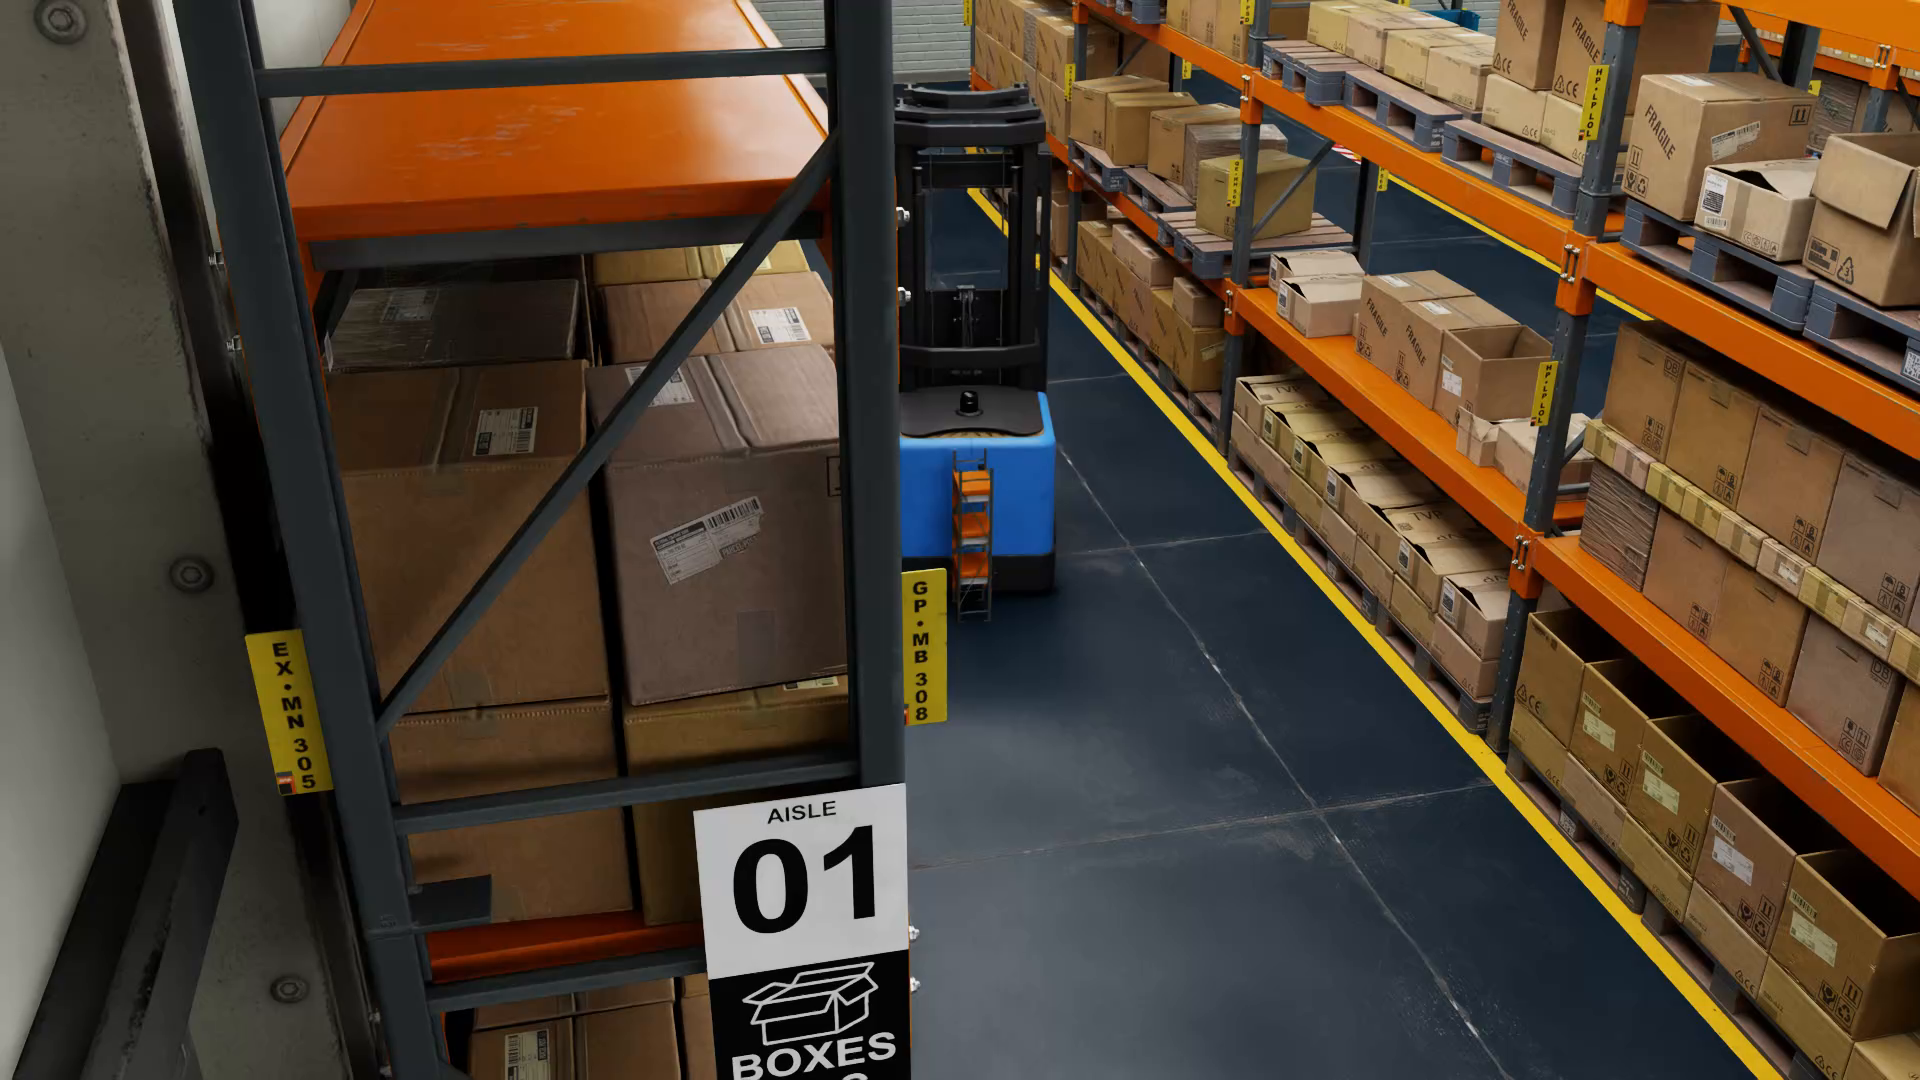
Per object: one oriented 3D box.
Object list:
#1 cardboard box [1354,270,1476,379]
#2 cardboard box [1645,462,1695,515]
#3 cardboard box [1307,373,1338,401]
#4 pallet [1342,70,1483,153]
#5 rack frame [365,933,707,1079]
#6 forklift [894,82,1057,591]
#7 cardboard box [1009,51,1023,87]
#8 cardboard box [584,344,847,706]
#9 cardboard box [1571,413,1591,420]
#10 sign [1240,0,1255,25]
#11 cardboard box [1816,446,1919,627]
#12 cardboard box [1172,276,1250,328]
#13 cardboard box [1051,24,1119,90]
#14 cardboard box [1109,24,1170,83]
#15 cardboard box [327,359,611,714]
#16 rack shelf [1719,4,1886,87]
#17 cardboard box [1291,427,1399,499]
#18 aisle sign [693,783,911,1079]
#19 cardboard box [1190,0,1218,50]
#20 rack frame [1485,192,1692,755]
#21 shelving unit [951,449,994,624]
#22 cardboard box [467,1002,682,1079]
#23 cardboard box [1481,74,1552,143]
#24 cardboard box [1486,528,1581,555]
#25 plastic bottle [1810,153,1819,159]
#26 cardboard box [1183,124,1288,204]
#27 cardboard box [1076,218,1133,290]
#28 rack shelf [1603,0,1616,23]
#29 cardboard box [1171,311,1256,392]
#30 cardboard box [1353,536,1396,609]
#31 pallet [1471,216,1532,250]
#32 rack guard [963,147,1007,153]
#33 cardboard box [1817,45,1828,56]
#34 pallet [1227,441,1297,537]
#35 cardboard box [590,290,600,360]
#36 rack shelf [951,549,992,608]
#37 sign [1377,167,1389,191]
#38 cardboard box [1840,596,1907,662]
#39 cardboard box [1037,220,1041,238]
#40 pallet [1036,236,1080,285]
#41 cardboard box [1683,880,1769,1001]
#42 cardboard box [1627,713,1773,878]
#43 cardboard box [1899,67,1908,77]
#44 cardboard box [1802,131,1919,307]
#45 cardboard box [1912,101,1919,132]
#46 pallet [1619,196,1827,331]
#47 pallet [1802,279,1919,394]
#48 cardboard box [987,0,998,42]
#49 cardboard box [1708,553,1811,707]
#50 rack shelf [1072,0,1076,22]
[{"bbox_3d":[2.814,-1.340,10.312,0.500,0.500,0.500,-7,28,-14],"label":"cardboard box"},{"bbox_3d":[3.310,-0.248,7.428,0.380,0.149,0.250,-7,28,-13],"label":"cardboard box"},{"bbox_3d":[2.778,-1.036,11.784,0.500,0.311,0.500,-5,27,-10],"label":"cardboard box"},{"bbox_3d":[2.915,-2.506,9.613,1.003,0.211,1.213,-5,27,-9],"label":"pallet"},{"bbox_3d":[-0.602,1.986,3.833,1.000,3.000,0.127,-6,27,-12],"label":"rack frame"},{"bbox_3d":[0.023,-1.610,11.034,1.130,2.935,3.031,-1,27,-2],"label":"forklift"},{"bbox_3d":[0.803,-4.700,16.968,0.500,0.500,0.500,-6,27,-11],"label":"cardboard box"},{"bbox_3d":[-0.452,-0.047,3.289,0.500,0.500,0.500,-8,28,-15],"label":"cardboard box"},{"bbox_3d":[3.321,-0.572,9.180,0.380,0.149,0.250,-6,27,-12],"label":"cardboard box"},{"bbox_3d":[1.891,-3.547,10.891,0.100,0.325,0.005,-6,27,-12],"label":"sign"},{"bbox_3d":[3.767,-0.043,6.303,0.700,0.500,0.500,-6,27,-12],"label":"cardboard box"},{"bbox_3d":[1.964,-1.857,12.901,0.500,0.250,0.500,-5,27,-10],"label":"cardboard box"},{"bbox_3d":[1.153,-4.474,15.410,0.500,0.500,0.500,-6,27,-11],"label":"cardboard box"},{"bbox_3d":[1.687,-4.513,15.489,0.500,0.500,0.500,-5,27,-10],"label":"cardboard box"},{"bbox_3d":[-0.954,-0.016,3.227,0.500,0.500,0.500,-5,27,-9],"label":"cardboard box"},{"bbox_3d":[6.796,-4.428,14.010,1.077,0.370,4.000,-6,27,-12],"label":"rack shelf"},{"bbox_3d":[2.492,-0.528,10.776,0.500,0.311,0.500,-7,28,-13],"label":"cardboard box"},{"bbox_3d":[-0.294,0.826,3.245,0.394,0.787,0.004,-6,27,-12],"label":"aisle sign"},{"bbox_3d":[2.174,-3.827,11.909,0.910,0.500,0.500,-6,27,-12],"label":"cardboard box"},{"bbox_3d":[3.322,-0.275,8.312,1.000,3.000,0.127,-6,27,-12],"label":"rack frame"},{"bbox_3d":[0.073,-0.016,9.948,0.215,1.050,0.252,-4,30,-7],"label":"shelving unit"},{"bbox_3d":[-0.916,1.524,4.061,0.500,0.500,0.500,-6,27,-12],"label":"cardboard box"},{"bbox_3d":[3.066,-2.247,8.590,0.500,0.250,0.500,-9,28,-17],"label":"cardboard box"},{"bbox_3d":[3.364,0.088,9.557,0.500,0.311,0.500,-6,27,-12],"label":"cardboard box"},{"bbox_3d":[7.257,-3.157,14.165,0.097,0.271,0.097,0,27,0],"label":"plastic bottle"},{"bbox_3d":[2.149,-2.949,13.033,0.700,0.500,0.500,-1,27,-2],"label":"cardboard box"},{"bbox_3d":[1.391,-2.630,15.264,0.500,0.500,0.500,-7,28,-14],"label":"cardboard box"},{"bbox_3d":[2.871,-3.331,8.952,1.077,0.370,4.000,-6,27,-12],"label":"rack shelf"},{"bbox_3d":[1.981,-1.498,13.021,0.500,0.500,0.500,-5,27,-10],"label":"cardboard box"},{"bbox_3d":[2.718,0.166,10.024,0.500,0.250,0.500,-5,27,-10],"label":"cardboard box"},{"bbox_3d":[6.142,-3.362,17.523,1.003,0.211,1.213,-6,27,-12],"label":"pallet"},{"bbox_3d":[0.635,-4.394,19.246,1.175,0.500,0.348,-6,27,-12],"label":"rack guard"},{"bbox_3d":[10.262,-5.795,19.527,0.380,0.149,0.250,-6,27,-13],"label":"cardboard box"},{"bbox_3d":[2.568,-0.421,11.696,1.003,0.211,1.213,-6,27,-12],"label":"pallet"},{"bbox_3d":[-0.886,-0.503,5.303,0.500,0.500,0.500,-7,28,-14],"label":"cardboard box"},{"bbox_3d":[0.070,0.233,10.093,0.215,0.259,0.240,-4,30,-7],"label":"rack shelf"},{"bbox_3d":[2.960,-2.606,11.645,0.100,0.325,0.005,-6,27,-12],"label":"sign"},{"bbox_3d":[3.600,0.318,6.307,0.380,0.149,0.250,-6,27,-12],"label":"cardboard box"},{"bbox_3d":[0.971,-3.090,16.566,0.380,0.149,0.250,-6,27,-12],"label":"cardboard box"},{"bbox_3d":[1.365,-2.843,16.496,1.003,0.211,1.213,-6,27,-12],"label":"pallet"},{"bbox_3d":[3.465,1.659,7.067,0.500,0.250,0.500,-6,27,-12],"label":"cardboard box"},{"bbox_3d":[3.347,1.105,7.332,0.500,0.500,0.500,-6,27,-12],"label":"cardboard box"},{"bbox_3d":[10.551,-5.231,18.411,0.380,0.149,0.250,-5,27,-11],"label":"cardboard box"},{"bbox_3d":[3.570,-1.174,6.029,0.797,0.503,0.637,-3,27,-6],"label":"cardboard box"},{"bbox_3d":[11.100,-4.328,18.234,0.875,0.875,0.875,-6,27,-12],"label":"cardboard box"},{"bbox_3d":[3.539,-1.203,6.919,1.003,0.211,1.213,-6,27,-12],"label":"pallet"},{"bbox_3d":[3.811,-0.668,5.860,1.003,0.211,1.213,-6,27,-12],"label":"pallet"},{"bbox_3d":[0.586,-5.584,17.609,0.500,0.500,0.500,-6,27,-11],"label":"cardboard box"},{"bbox_3d":[3.662,0.326,7.010,0.700,0.500,0.500,-6,27,-11],"label":"cardboard box"},{"bbox_3d":[1.068,-5.683,16.496,1.077,0.370,4.000,-6,27,-12],"label":"rack shelf"}]
